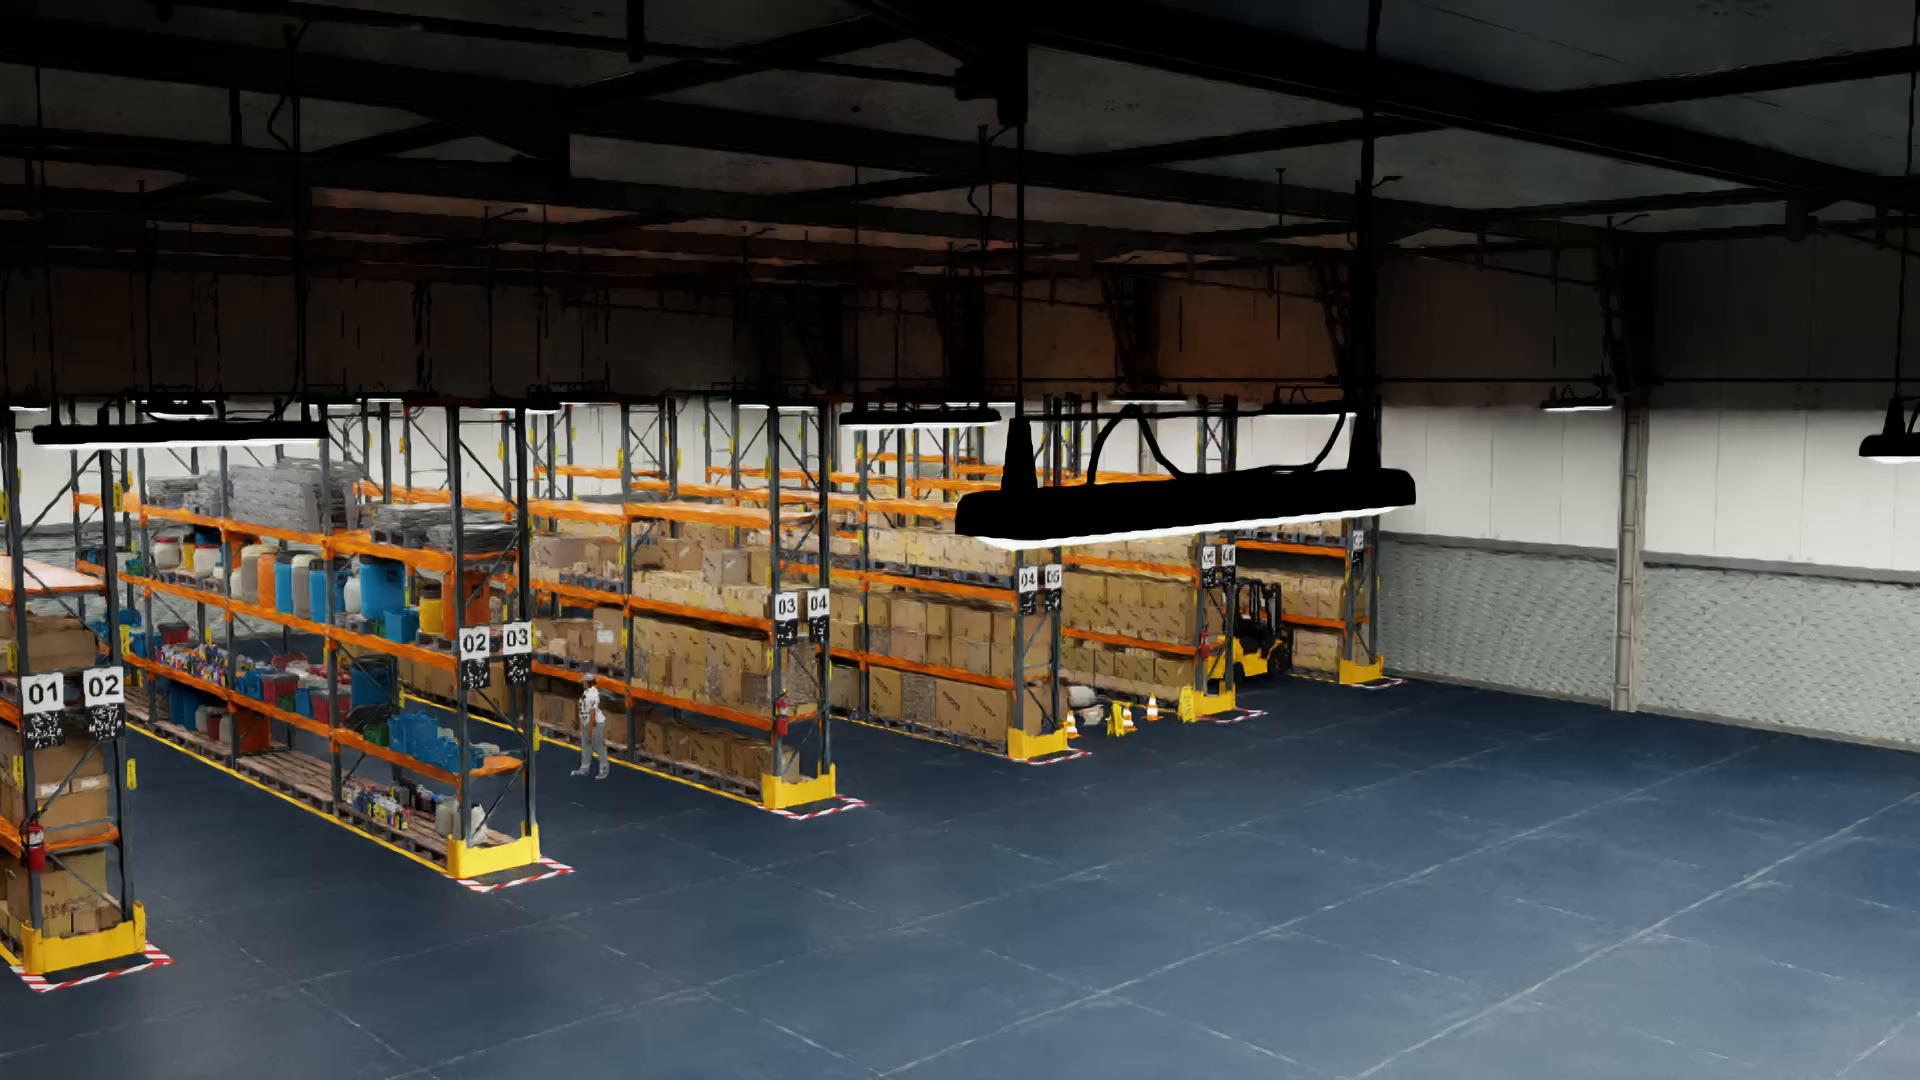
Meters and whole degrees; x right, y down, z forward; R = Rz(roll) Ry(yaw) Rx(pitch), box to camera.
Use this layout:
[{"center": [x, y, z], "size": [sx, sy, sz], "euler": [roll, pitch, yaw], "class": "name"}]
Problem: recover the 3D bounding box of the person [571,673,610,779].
[{"center": [-5.898, 2.938, 26.457], "size": [0.562, 1.655, 0.595], "euler": [-3, 6, -25], "class": "person"}]
